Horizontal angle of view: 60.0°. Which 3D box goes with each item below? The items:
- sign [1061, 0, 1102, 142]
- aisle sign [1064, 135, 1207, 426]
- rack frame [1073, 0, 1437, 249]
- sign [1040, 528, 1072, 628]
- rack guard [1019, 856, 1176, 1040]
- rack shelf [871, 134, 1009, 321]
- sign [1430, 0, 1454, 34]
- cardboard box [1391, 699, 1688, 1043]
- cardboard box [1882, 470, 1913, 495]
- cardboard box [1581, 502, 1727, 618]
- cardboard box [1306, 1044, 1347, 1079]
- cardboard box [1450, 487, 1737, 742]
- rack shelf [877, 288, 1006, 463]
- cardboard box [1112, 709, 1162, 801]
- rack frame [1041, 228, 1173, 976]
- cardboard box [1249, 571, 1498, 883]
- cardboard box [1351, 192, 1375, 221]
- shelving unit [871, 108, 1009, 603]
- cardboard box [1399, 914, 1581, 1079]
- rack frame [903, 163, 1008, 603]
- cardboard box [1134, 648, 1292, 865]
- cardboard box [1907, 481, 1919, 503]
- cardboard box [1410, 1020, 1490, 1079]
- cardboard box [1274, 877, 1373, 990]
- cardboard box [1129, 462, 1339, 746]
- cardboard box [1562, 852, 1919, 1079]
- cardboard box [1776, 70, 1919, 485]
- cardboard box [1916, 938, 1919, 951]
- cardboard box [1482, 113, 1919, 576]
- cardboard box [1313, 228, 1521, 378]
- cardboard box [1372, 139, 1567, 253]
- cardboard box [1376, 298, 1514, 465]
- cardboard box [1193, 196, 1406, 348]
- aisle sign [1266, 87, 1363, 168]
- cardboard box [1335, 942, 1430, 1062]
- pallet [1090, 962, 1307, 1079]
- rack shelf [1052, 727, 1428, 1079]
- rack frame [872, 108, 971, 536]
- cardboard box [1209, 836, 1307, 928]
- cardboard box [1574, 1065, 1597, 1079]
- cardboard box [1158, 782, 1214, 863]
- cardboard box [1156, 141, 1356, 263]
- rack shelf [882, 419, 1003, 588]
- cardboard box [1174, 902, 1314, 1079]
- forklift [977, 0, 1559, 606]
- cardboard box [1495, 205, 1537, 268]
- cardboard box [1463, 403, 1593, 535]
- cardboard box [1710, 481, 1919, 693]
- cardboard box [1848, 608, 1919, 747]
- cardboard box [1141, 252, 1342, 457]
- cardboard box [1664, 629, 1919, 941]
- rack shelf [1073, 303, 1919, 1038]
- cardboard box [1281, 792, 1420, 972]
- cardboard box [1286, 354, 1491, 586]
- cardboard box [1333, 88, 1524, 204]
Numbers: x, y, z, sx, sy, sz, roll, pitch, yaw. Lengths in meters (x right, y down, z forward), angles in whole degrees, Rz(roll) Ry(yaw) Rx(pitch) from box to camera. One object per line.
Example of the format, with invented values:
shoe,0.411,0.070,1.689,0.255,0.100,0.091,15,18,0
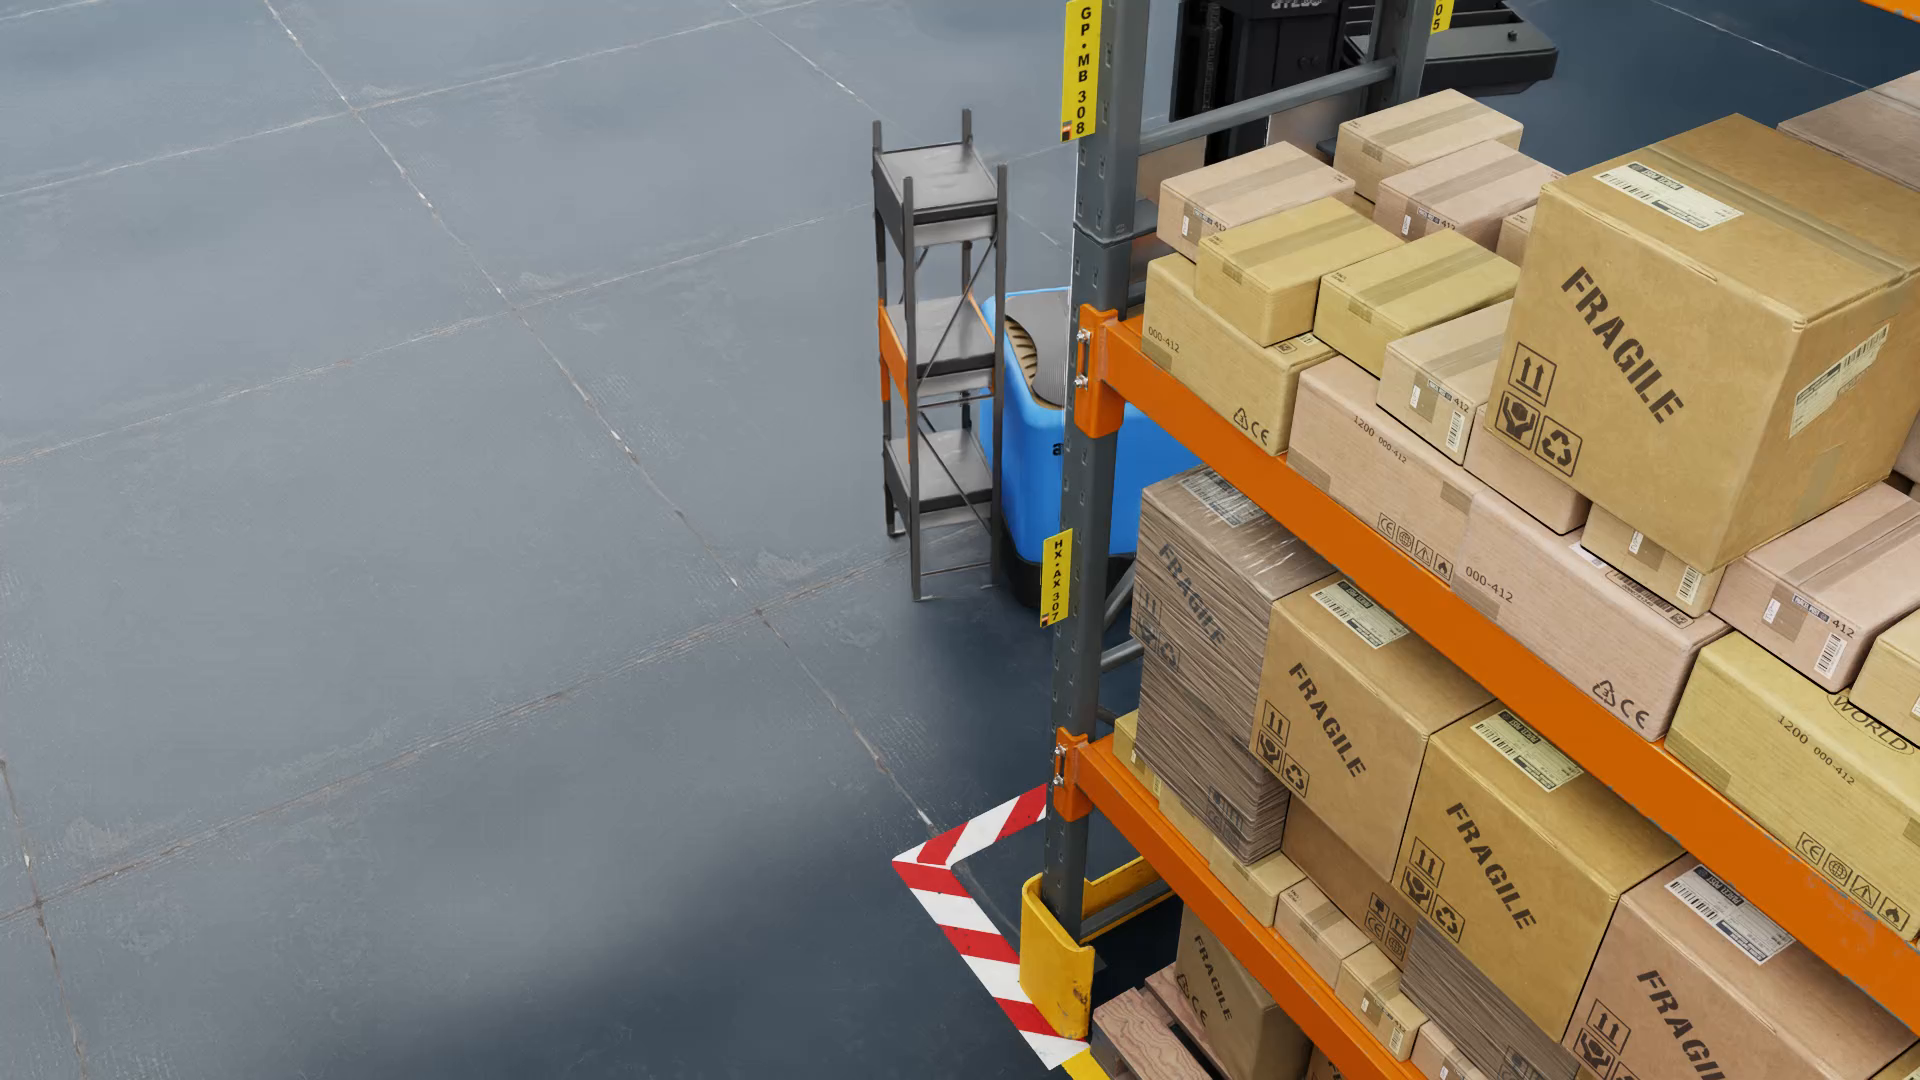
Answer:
sign,0.272,-1.047,3.697,0.100,0.325,0.005,-22,45,-24
aisle sign,0.443,-0.674,4.246,0.394,0.787,0.004,-22,45,-24
rack frame,0.729,-2.050,3.241,1.000,3.000,0.127,-22,45,-24
sign,0.272,0.109,4.660,0.100,0.325,0.005,-22,45,-24
rack guard,0.770,1.256,5.913,1.175,0.500,0.348,-22,45,-24
rack shelf,-0.083,-1.242,6.588,0.431,0.518,0.480,-10,41,-12
sign,1.208,-1.418,4.134,0.100,0.325,0.005,-22,45,-24
cardboard box,1.328,0.650,3.596,0.500,0.500,0.500,-22,45,-24
cardboard box,1.835,-0.246,3.225,0.380,0.149,0.250,-24,46,-26
cardboard box,1.353,-0.051,2.991,0.380,0.149,0.250,-24,46,-26
cardboard box,1.401,1.707,5.043,0.500,0.500,0.500,-11,41,-13
cardboard box,1.316,0.054,3.177,0.500,0.250,0.500,-22,45,-25
rack shelf,-0.083,-0.704,7.036,0.431,0.518,0.480,-10,41,-12
cardboard box,0.682,0.587,4.959,0.380,0.149,0.250,-22,45,-24
rack frame,0.729,0.255,5.162,1.000,3.000,0.127,-22,45,-24
cardboard box,1.058,0.381,3.919,0.500,0.500,0.500,-22,45,-24
cardboard box,1.203,-0.667,4.042,0.500,0.250,0.500,-21,44,-23
shelving unit,-0.083,-0.714,7.027,0.431,2.100,0.503,-10,41,-12
cardboard box,1.604,0.922,4.051,0.875,0.500,0.500,-22,45,-24
rack frame,-0.017,-0.564,6.847,0.400,2.100,0.015,-10,41,-12
cardboard box,1.002,0.408,4.667,0.875,0.500,0.500,-22,45,-24
cardboard box,1.943,-0.082,3.028,0.380,0.149,0.250,-25,46,-26
cardboard box,1.359,1.259,4.152,0.380,0.149,0.250,-22,45,-24
cardboard box,1.074,0.997,4.468,0.380,0.149,0.250,-22,45,-24
cardboard box,0.795,0.109,4.246,0.500,0.500,0.500,-22,45,-24
cardboard box,1.602,0.918,3.274,0.500,0.500,0.500,-22,45,-24
cardboard box,1.776,-0.493,3.015,0.500,0.500,0.500,-22,45,-24
cardboard box,1.864,0.604,2.517,0.500,0.250,0.500,-23,45,-25
cardboard box,1.300,-0.348,2.841,0.500,0.500,0.500,-22,45,-25
cardboard box,0.980,-0.498,3.527,0.380,0.149,0.250,-23,45,-25
cardboard box,1.183,-0.770,3.854,0.380,0.149,0.250,-24,45,-26
cardboard box,1.066,-0.326,3.322,0.380,0.149,0.250,-20,44,-23
cardboard box,0.740,-0.592,3.640,0.380,0.149,0.250,-21,44,-23
aisle sign,0.949,-0.881,4.494,0.394,0.787,0.004,-22,45,-24
cardboard box,1.202,1.134,4.303,0.380,0.149,0.250,-22,45,-24
pallet,1.177,1.818,5.464,1.003,0.211,1.213,-22,45,-24
rack shelf,1.805,1.611,4.097,1.077,0.370,4.000,-22,45,-24
rack frame,-0.149,-0.864,7.208,0.400,2.100,0.015,-10,41,-12
cardboard box,0.922,0.869,4.621,0.380,0.149,0.250,-22,45,-24
cardboard box,1.863,1.196,3.722,0.875,0.500,0.500,-22,45,-24
cardboard box,0.800,0.729,4.789,0.380,0.149,0.250,-22,45,-24
cardboard box,0.683,-0.765,3.848,0.380,0.149,0.250,-23,45,-25
rack shelf,-0.083,-0.166,7.484,0.431,0.518,0.480,-10,41,-12
cardboard box,1.051,1.396,5.416,0.500,0.500,0.500,-14,42,-17
forklift,1.648,-1.279,7.055,3.031,2.935,1.130,-7,40,-8
cardboard box,1.422,-0.660,3.722,0.380,0.149,0.250,-24,46,-26
cardboard box,1.194,-0.194,3.163,0.380,0.149,0.250,-22,45,-25
cardboard box,1.527,0.067,2.849,0.380,0.149,0.250,-23,45,-25
cardboard box,1.678,0.204,2.685,0.380,0.149,0.250,-24,45,-26
cardboard box,0.771,-0.491,3.831,0.500,0.250,0.500,-21,44,-23
cardboard box,1.600,0.333,2.842,0.500,0.250,0.500,-21,44,-23
rack shelf,1.805,0.458,3.136,1.077,0.370,4.000,-22,45,-24
cardboard box,1.372,0.637,4.393,0.875,0.500,0.500,-22,45,-24
cardboard box,1.053,-0.215,3.499,0.500,0.250,0.500,-23,45,-25
cardboard box,1.142,-0.951,4.071,0.380,0.149,0.250,-22,45,-24
